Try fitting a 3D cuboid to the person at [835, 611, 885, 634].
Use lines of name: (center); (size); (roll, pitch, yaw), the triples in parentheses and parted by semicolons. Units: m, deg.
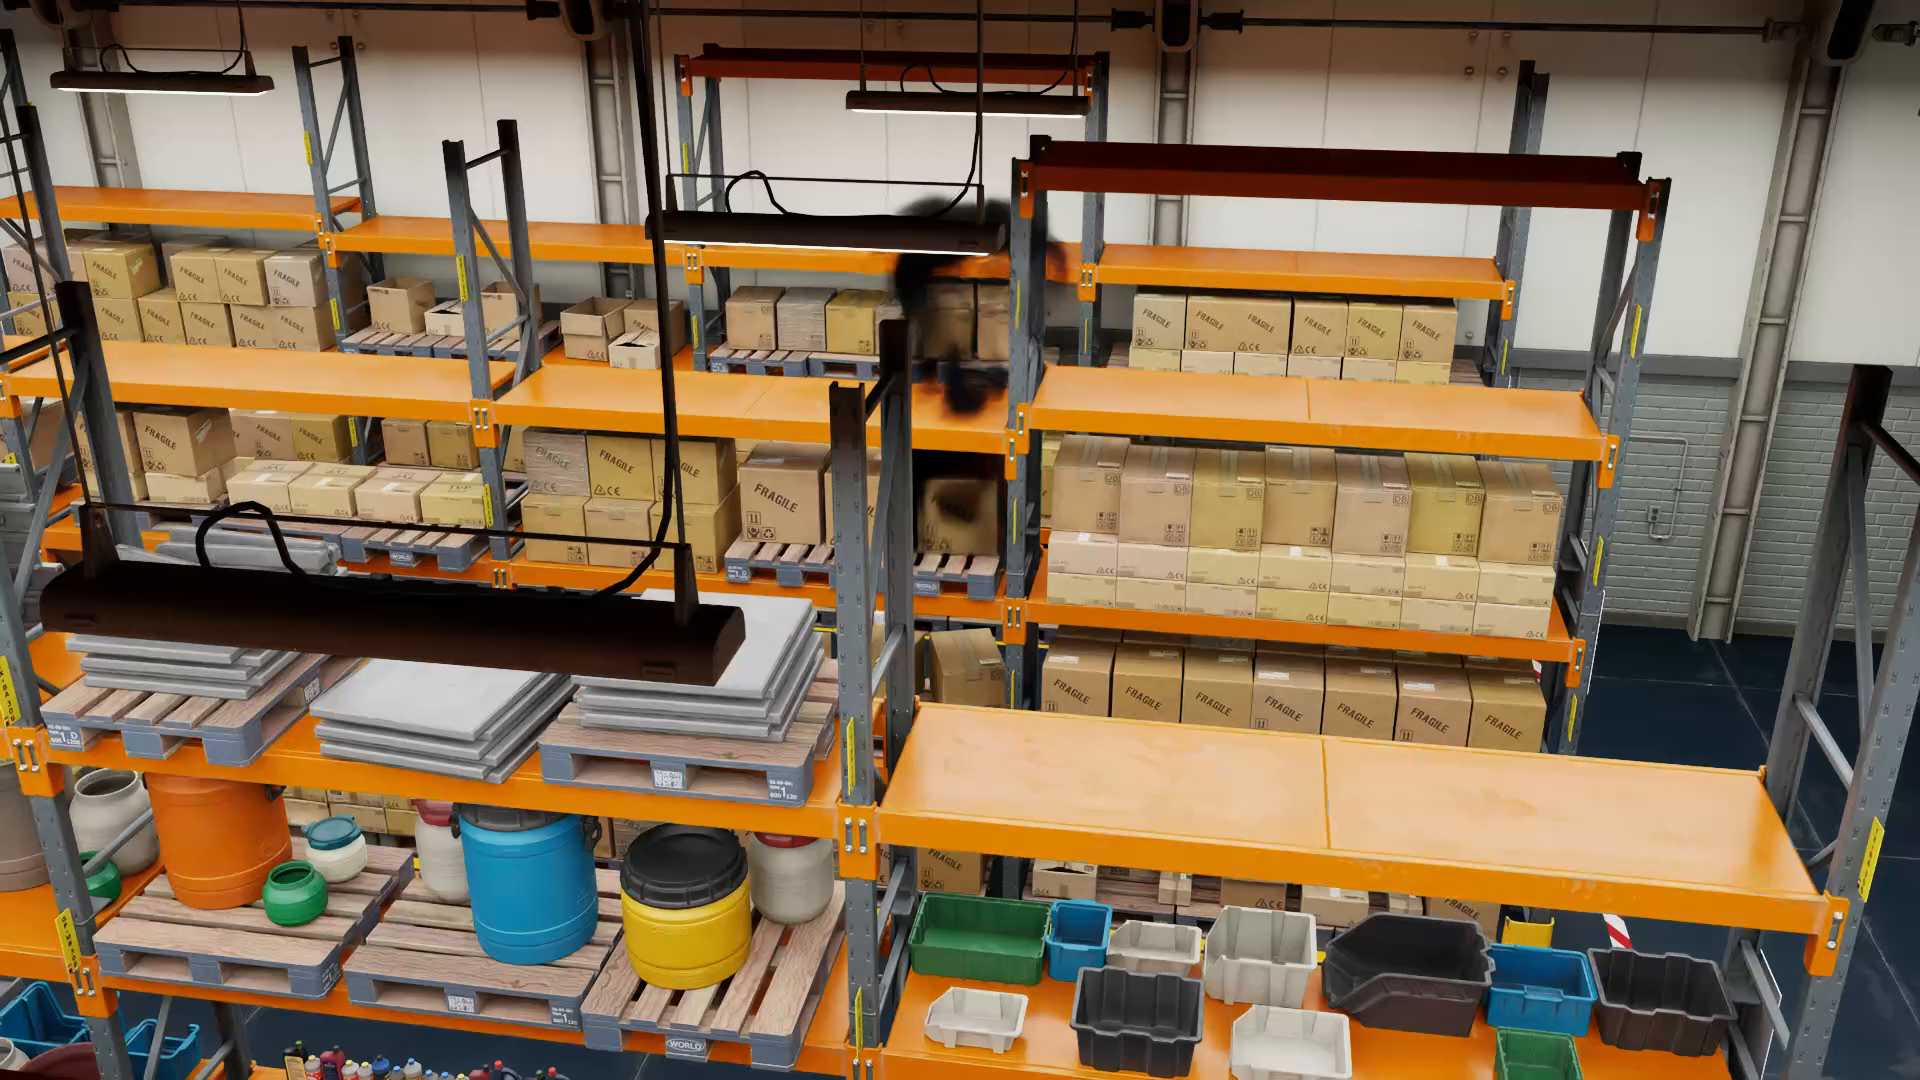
person: (-0.736, 1.182, 15.326); (0.832, 1.796, 0.679); (2, 23, 4)
